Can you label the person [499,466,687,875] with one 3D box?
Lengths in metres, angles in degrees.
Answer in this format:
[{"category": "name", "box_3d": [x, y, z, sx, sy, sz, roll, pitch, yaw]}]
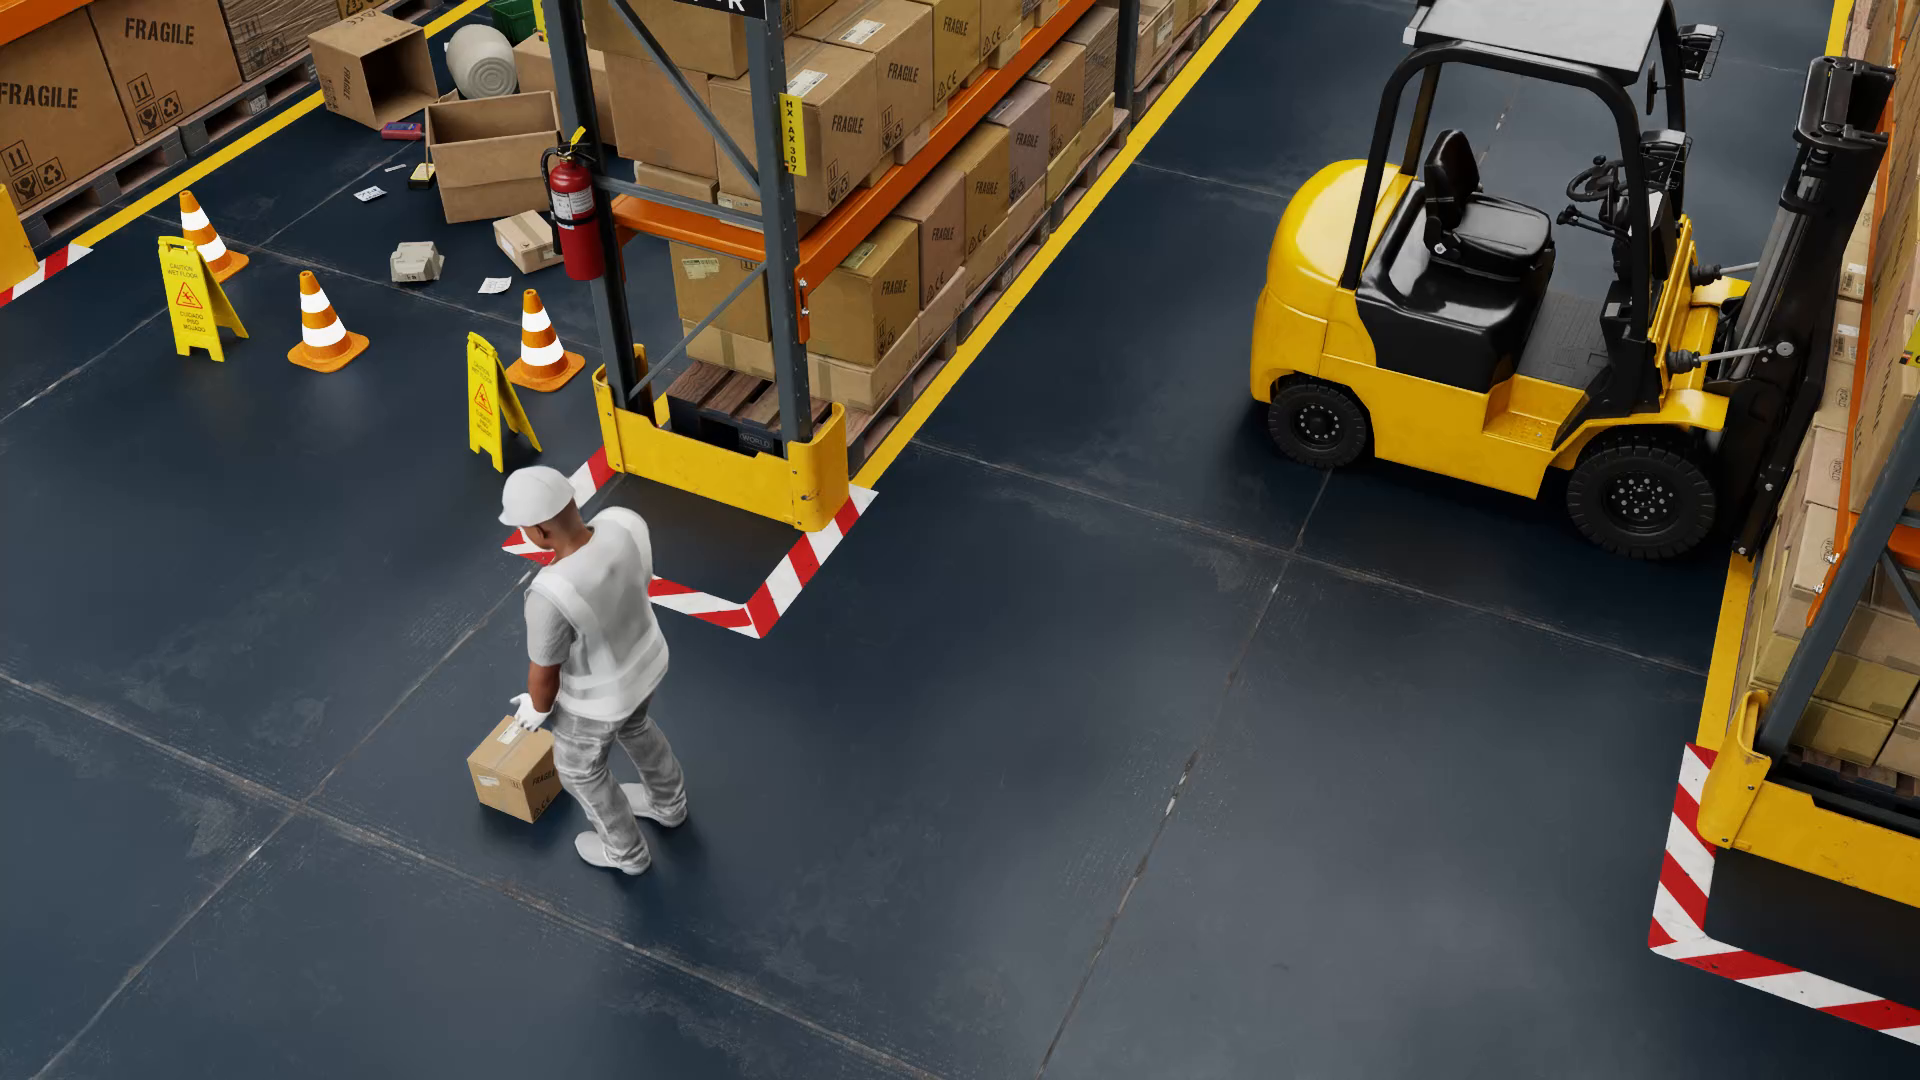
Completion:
[{"category": "person", "box_3d": [-1.240, 0.465, 5.649, 0.427, 1.748, 0.566, 19, 45, 20]}]
